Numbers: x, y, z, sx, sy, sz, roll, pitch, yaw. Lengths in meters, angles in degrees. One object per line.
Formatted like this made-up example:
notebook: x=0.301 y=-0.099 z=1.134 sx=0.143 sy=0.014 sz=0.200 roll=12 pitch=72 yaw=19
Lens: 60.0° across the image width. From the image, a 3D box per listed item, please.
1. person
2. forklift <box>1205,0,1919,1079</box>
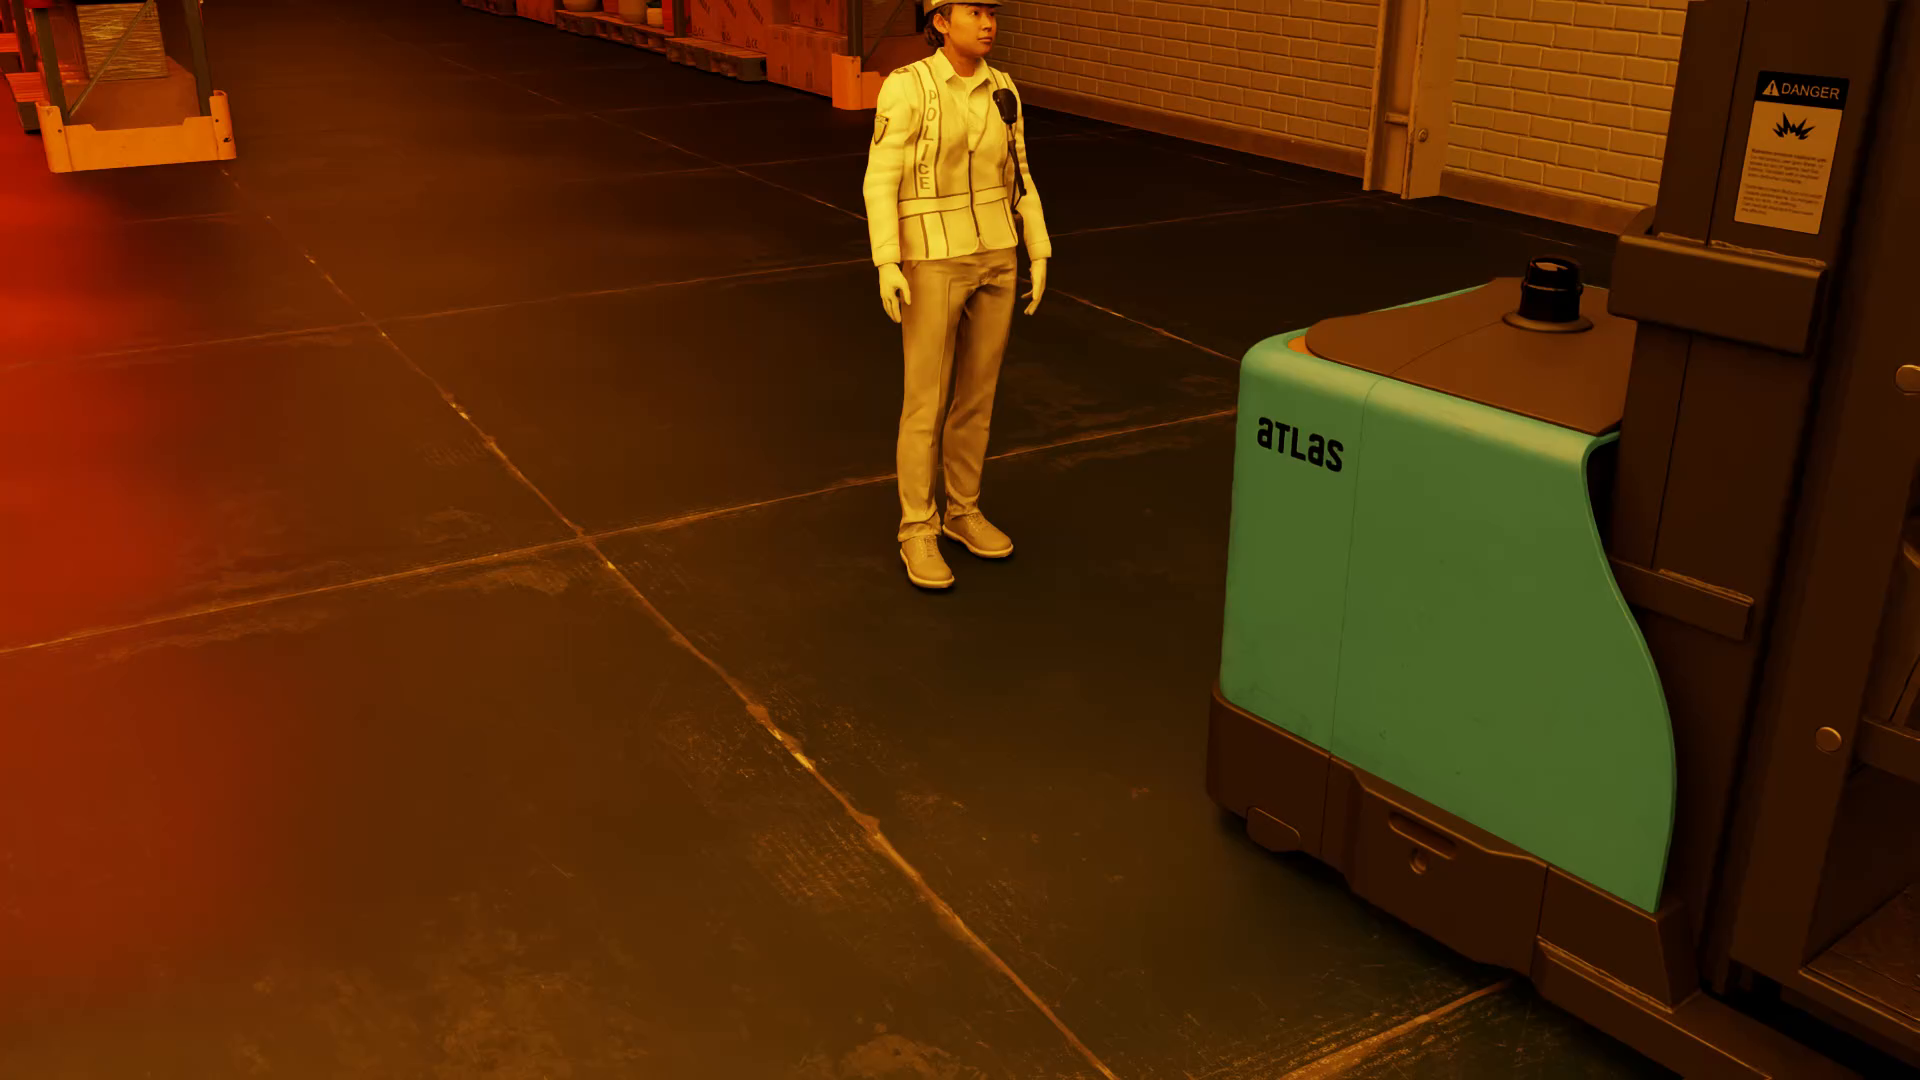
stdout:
person: x=0.029 y=-0.767 z=4.752 sx=0.587 sy=1.695 sz=0.531 roll=-12 pitch=25 yaw=-28
forklift: x=1.843 y=-0.426 z=2.311 sx=1.130 sy=2.935 sz=3.031 roll=-17 pitch=28 yaw=-35
